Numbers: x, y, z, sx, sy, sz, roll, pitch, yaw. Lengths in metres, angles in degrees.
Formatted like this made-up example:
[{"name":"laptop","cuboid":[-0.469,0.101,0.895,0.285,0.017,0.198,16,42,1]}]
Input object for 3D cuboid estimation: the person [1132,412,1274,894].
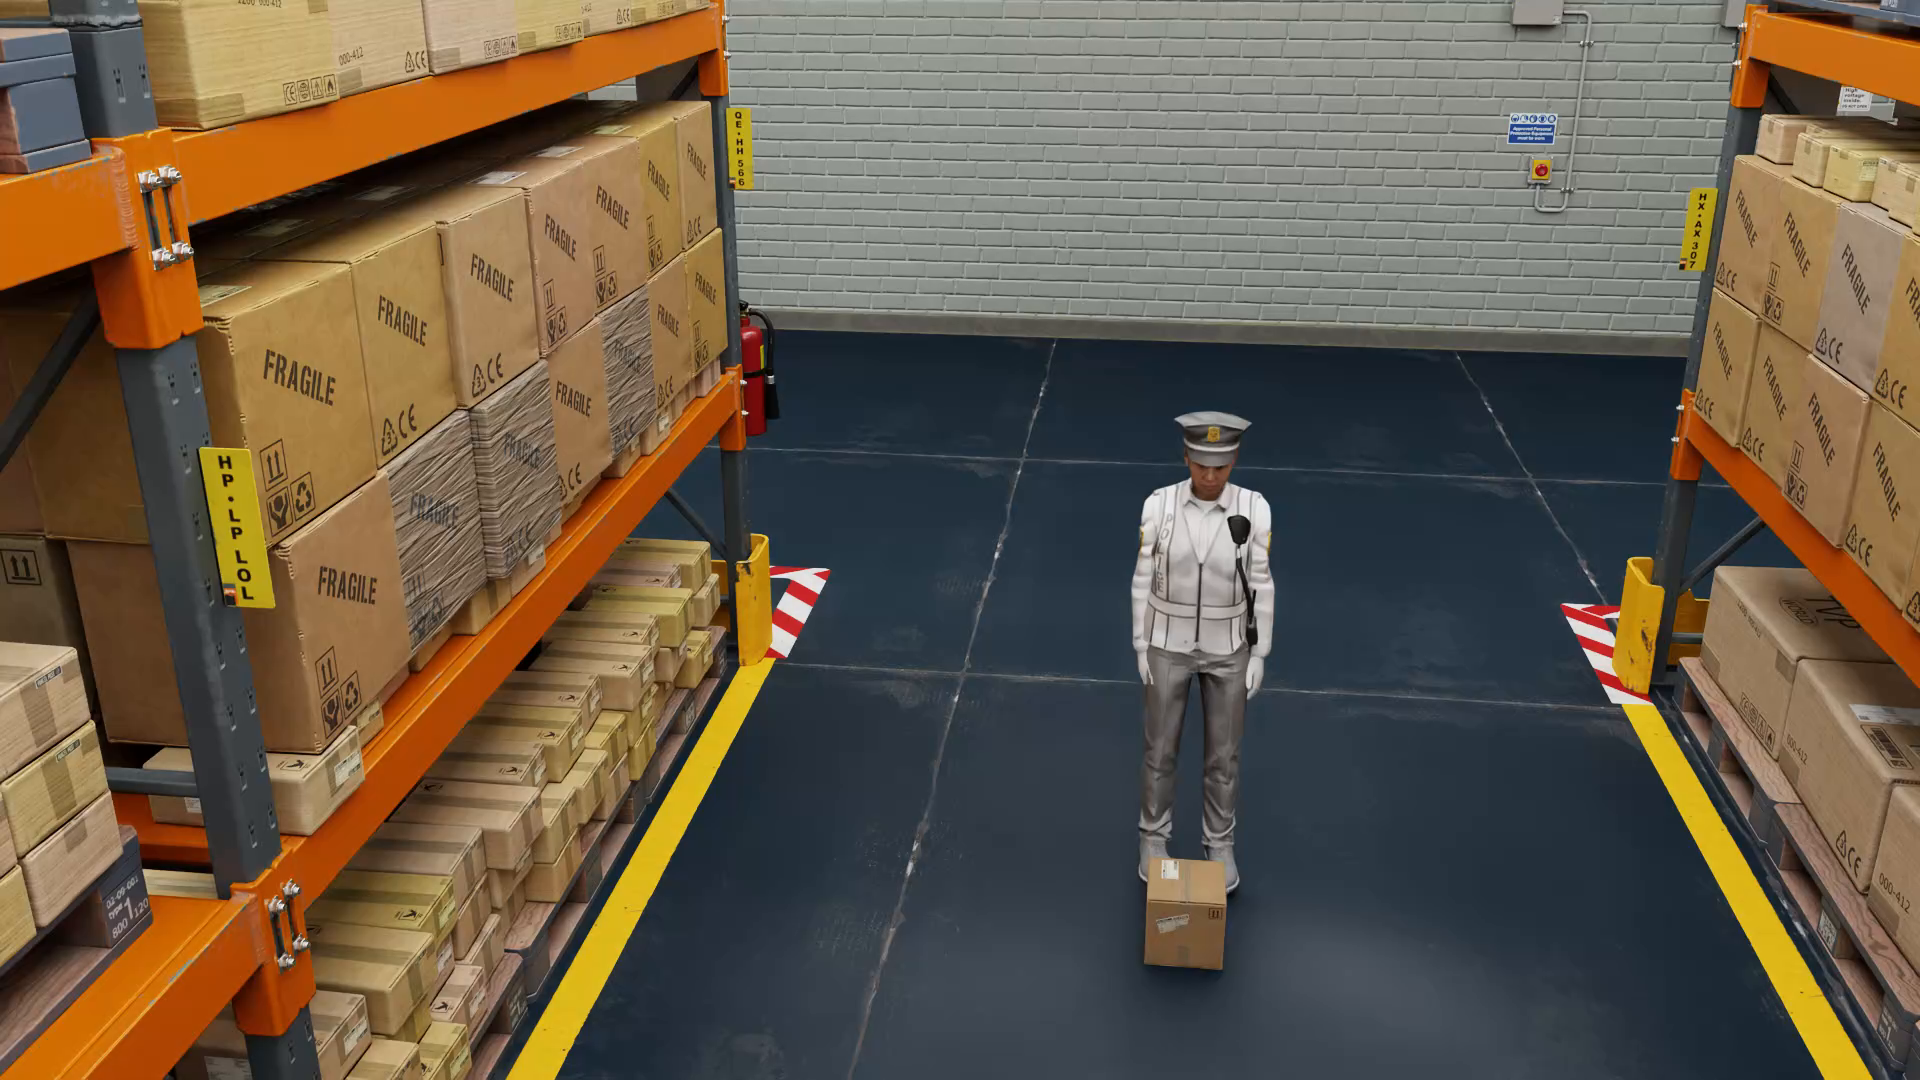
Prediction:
[{"name":"person","cuboid":[0.804,0.383,5.583,0.474,1.672,0.329,3,22,8]}]
